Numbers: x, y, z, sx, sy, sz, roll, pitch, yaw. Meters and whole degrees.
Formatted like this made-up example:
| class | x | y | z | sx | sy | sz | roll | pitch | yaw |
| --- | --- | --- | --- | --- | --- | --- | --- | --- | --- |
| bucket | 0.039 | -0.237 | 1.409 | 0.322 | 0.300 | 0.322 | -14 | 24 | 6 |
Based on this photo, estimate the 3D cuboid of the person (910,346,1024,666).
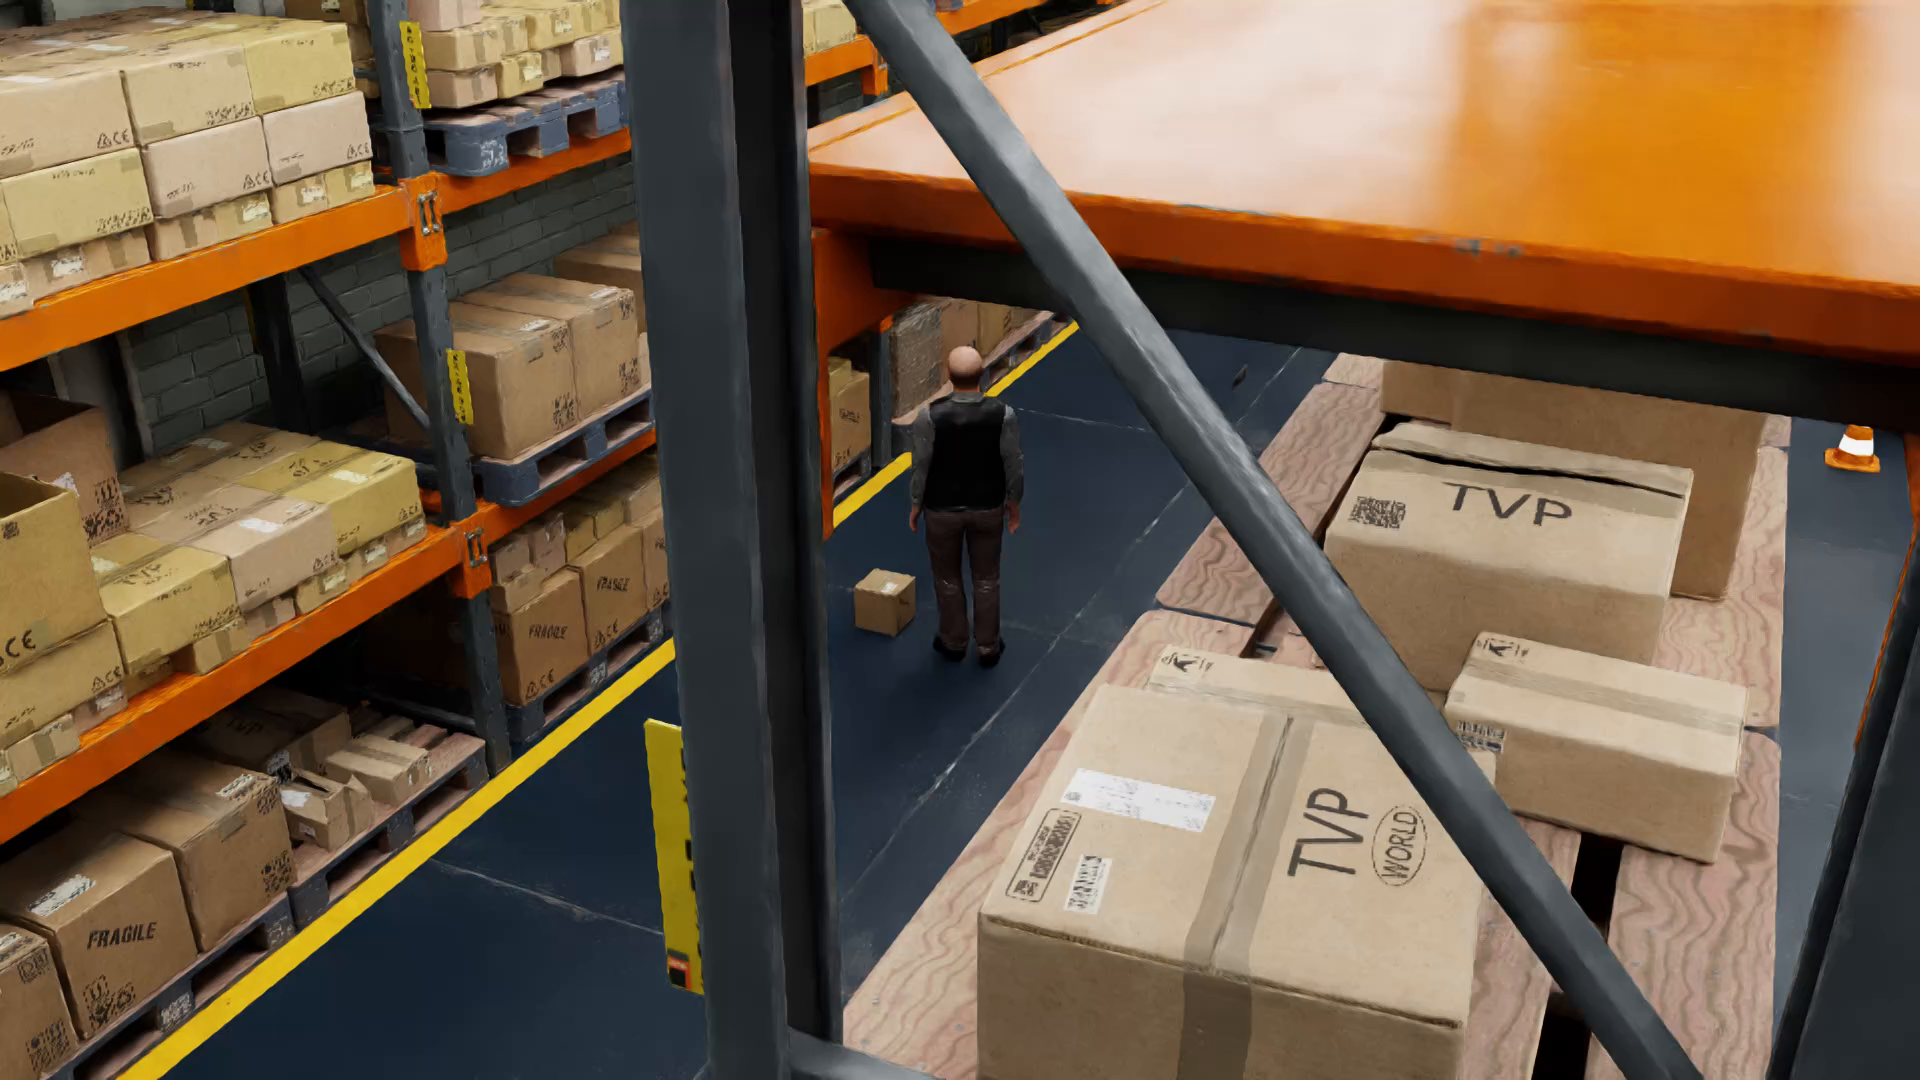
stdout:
| class | x | y | z | sx | sy | sz | roll | pitch | yaw |
| --- | --- | --- | --- | --- | --- | --- | --- | --- | --- |
| person | 0.026 | -0.172 | 8.475 | 0.573 | 1.739 | 0.409 | -4 | 26 | -8 |
